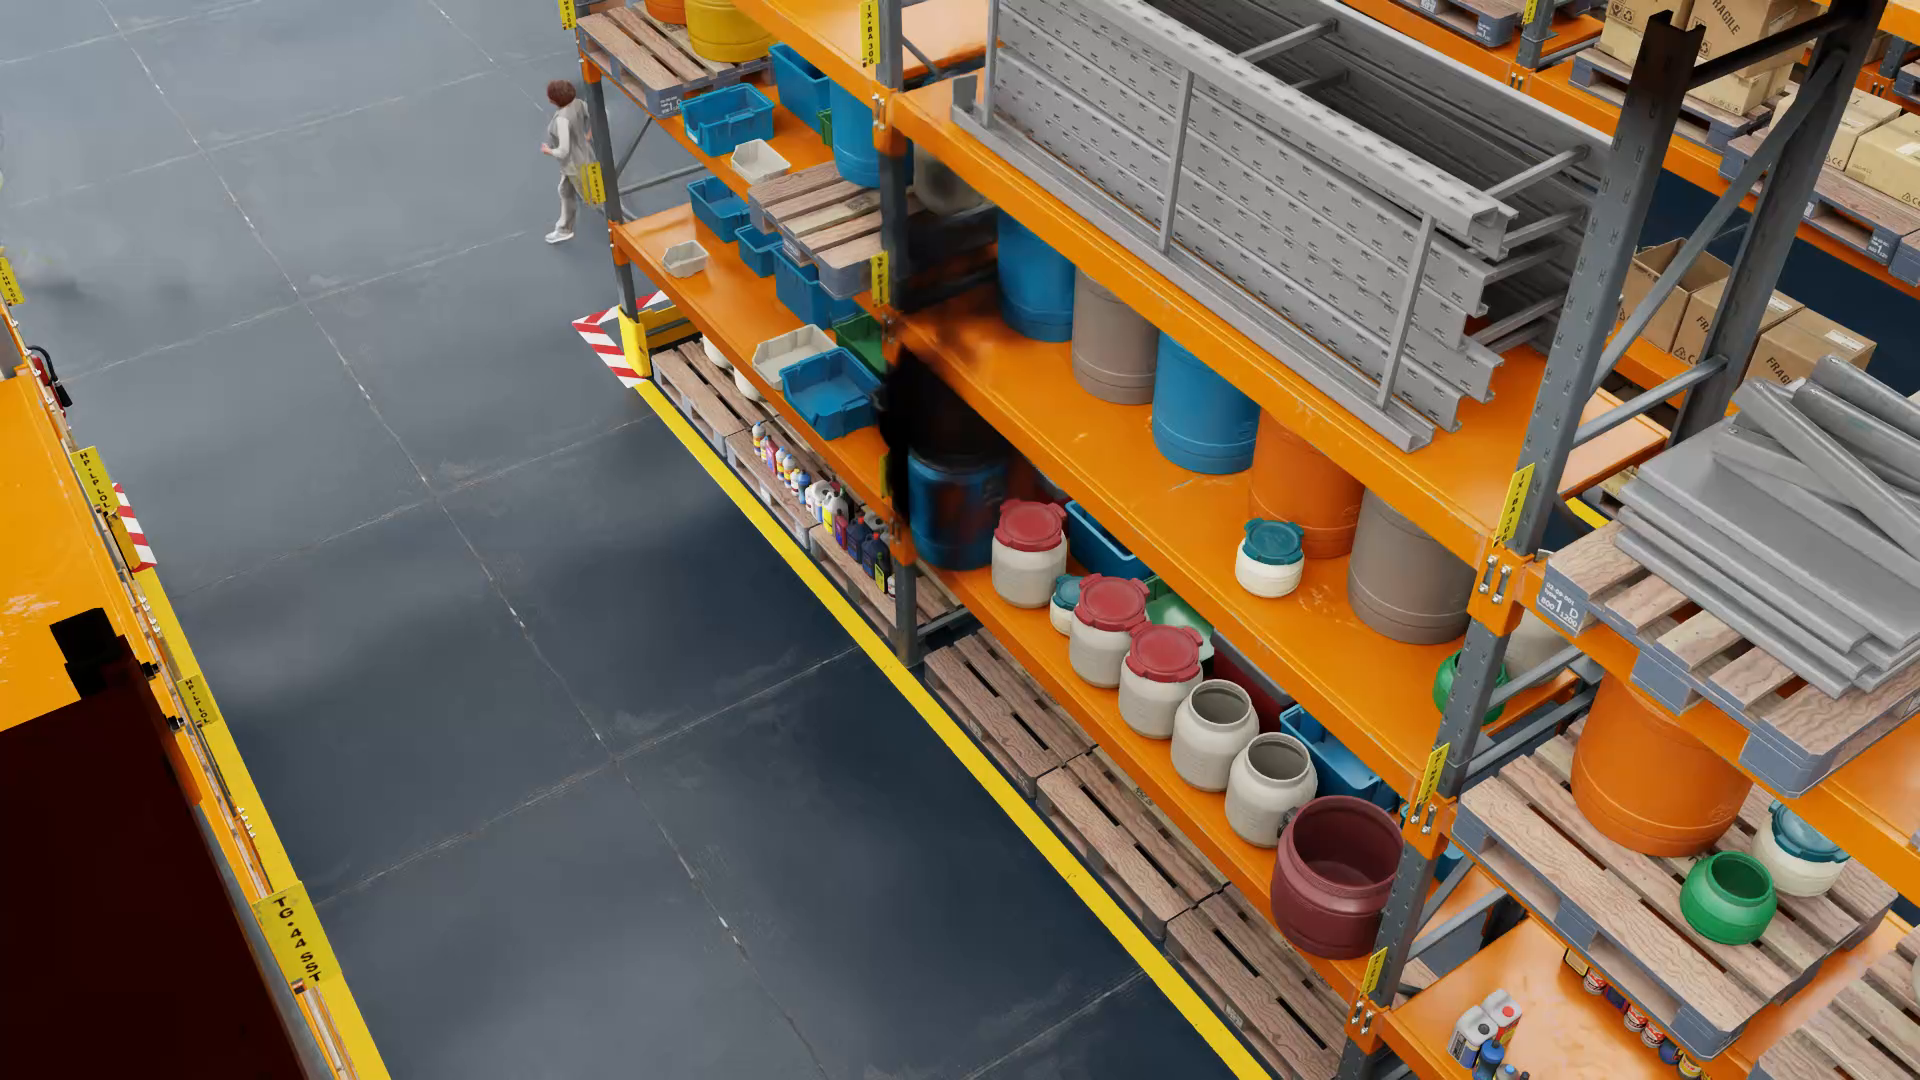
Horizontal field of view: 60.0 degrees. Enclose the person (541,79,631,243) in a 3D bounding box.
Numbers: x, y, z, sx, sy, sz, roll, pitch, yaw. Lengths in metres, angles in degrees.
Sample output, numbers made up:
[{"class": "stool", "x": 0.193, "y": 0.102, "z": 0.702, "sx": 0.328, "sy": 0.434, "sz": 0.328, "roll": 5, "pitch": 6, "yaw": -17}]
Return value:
[{"class": "person", "x": -3.199, "y": -3.137, "z": 13.966, "sx": 0.878, "sy": 1.594, "sz": 0.546, "roll": 1, "pitch": 43, "yaw": 1}]
